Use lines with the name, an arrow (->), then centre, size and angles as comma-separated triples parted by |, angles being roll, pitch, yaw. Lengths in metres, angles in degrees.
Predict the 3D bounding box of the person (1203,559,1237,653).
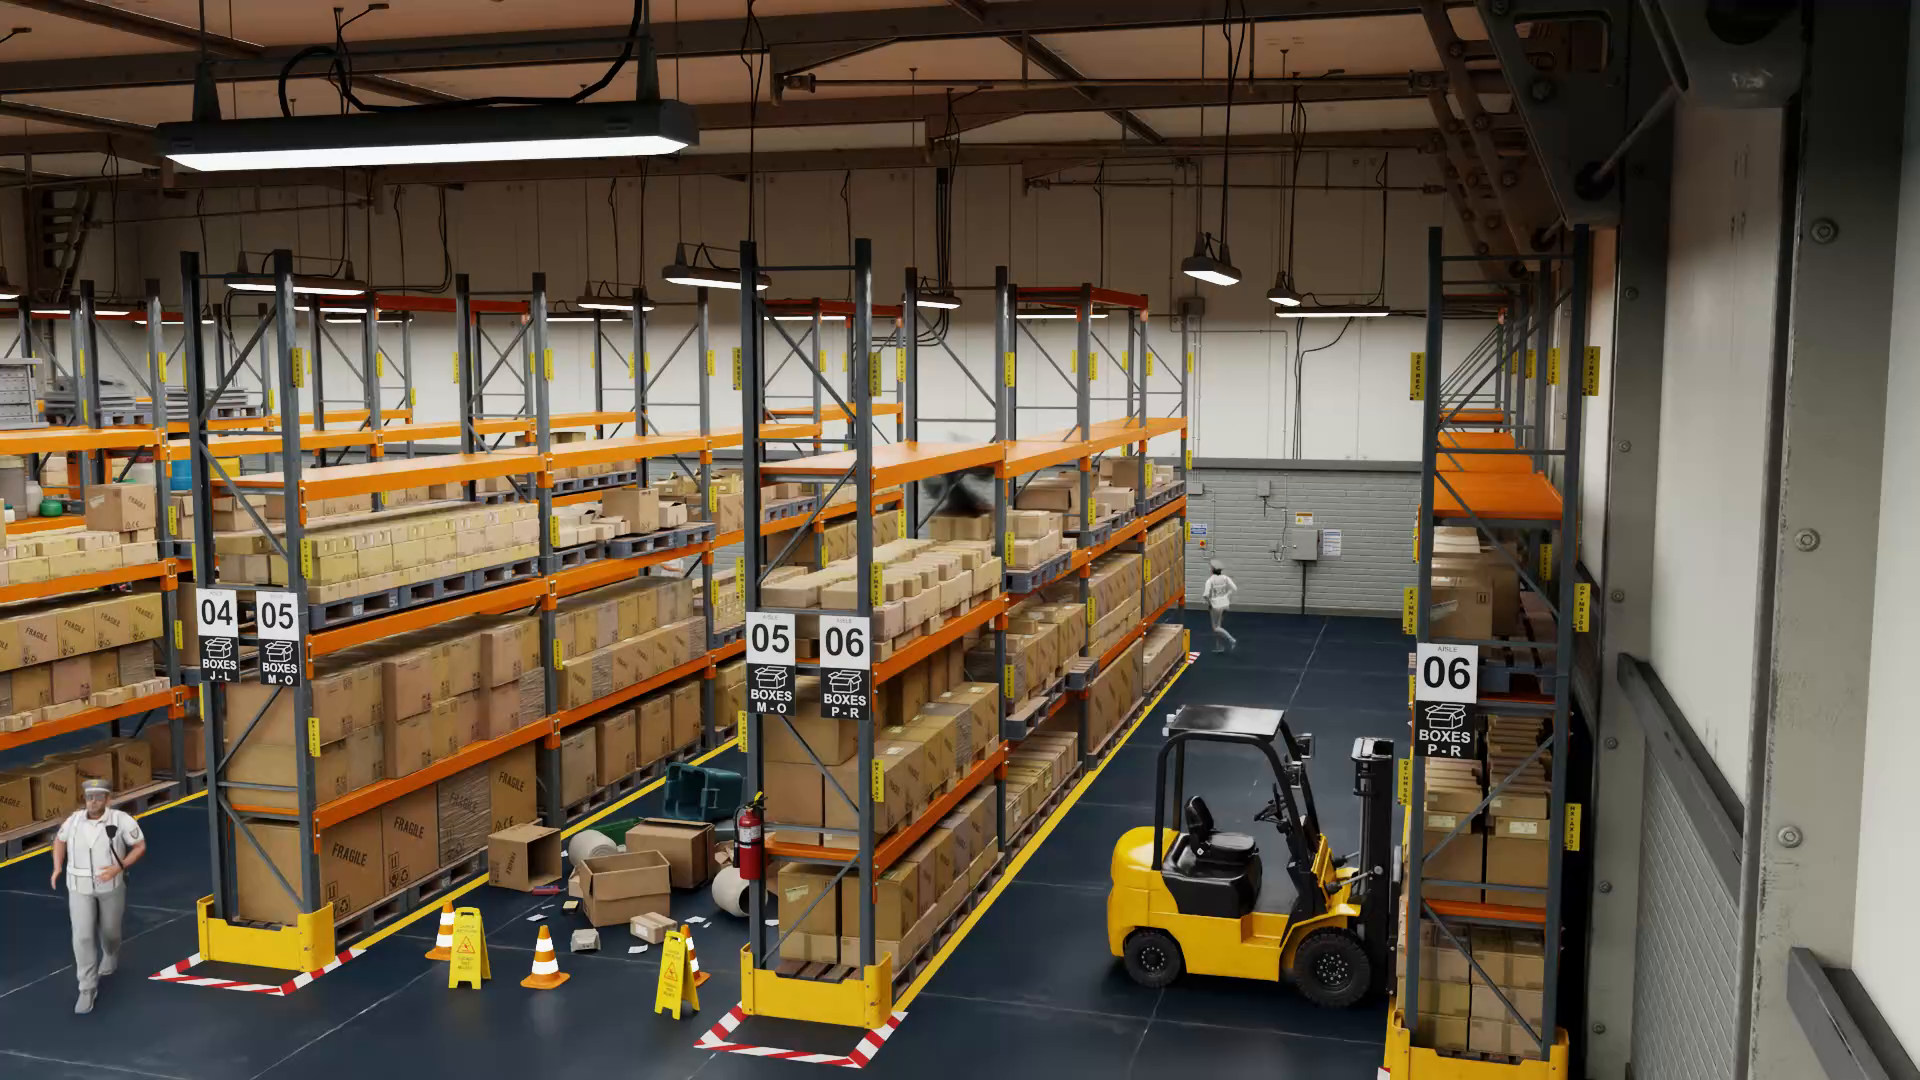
person -> 4.457, 1.173, 28.567 | 0.659, 1.676, 0.713 | -3, 7, -26

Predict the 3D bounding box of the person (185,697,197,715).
person -> -10.814, 1.764, 23.492 | 0.538, 1.596, 0.812 | 0, 6, 3

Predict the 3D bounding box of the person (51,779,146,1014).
person -> -6.953, 2.800, 13.441 | 0.685, 1.808, 0.908 | -2, 7, -21

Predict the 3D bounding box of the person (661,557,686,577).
person -> -5.563, 0.757, 32.211 | 0.765, 1.698, 0.608 | 4, 8, 31
